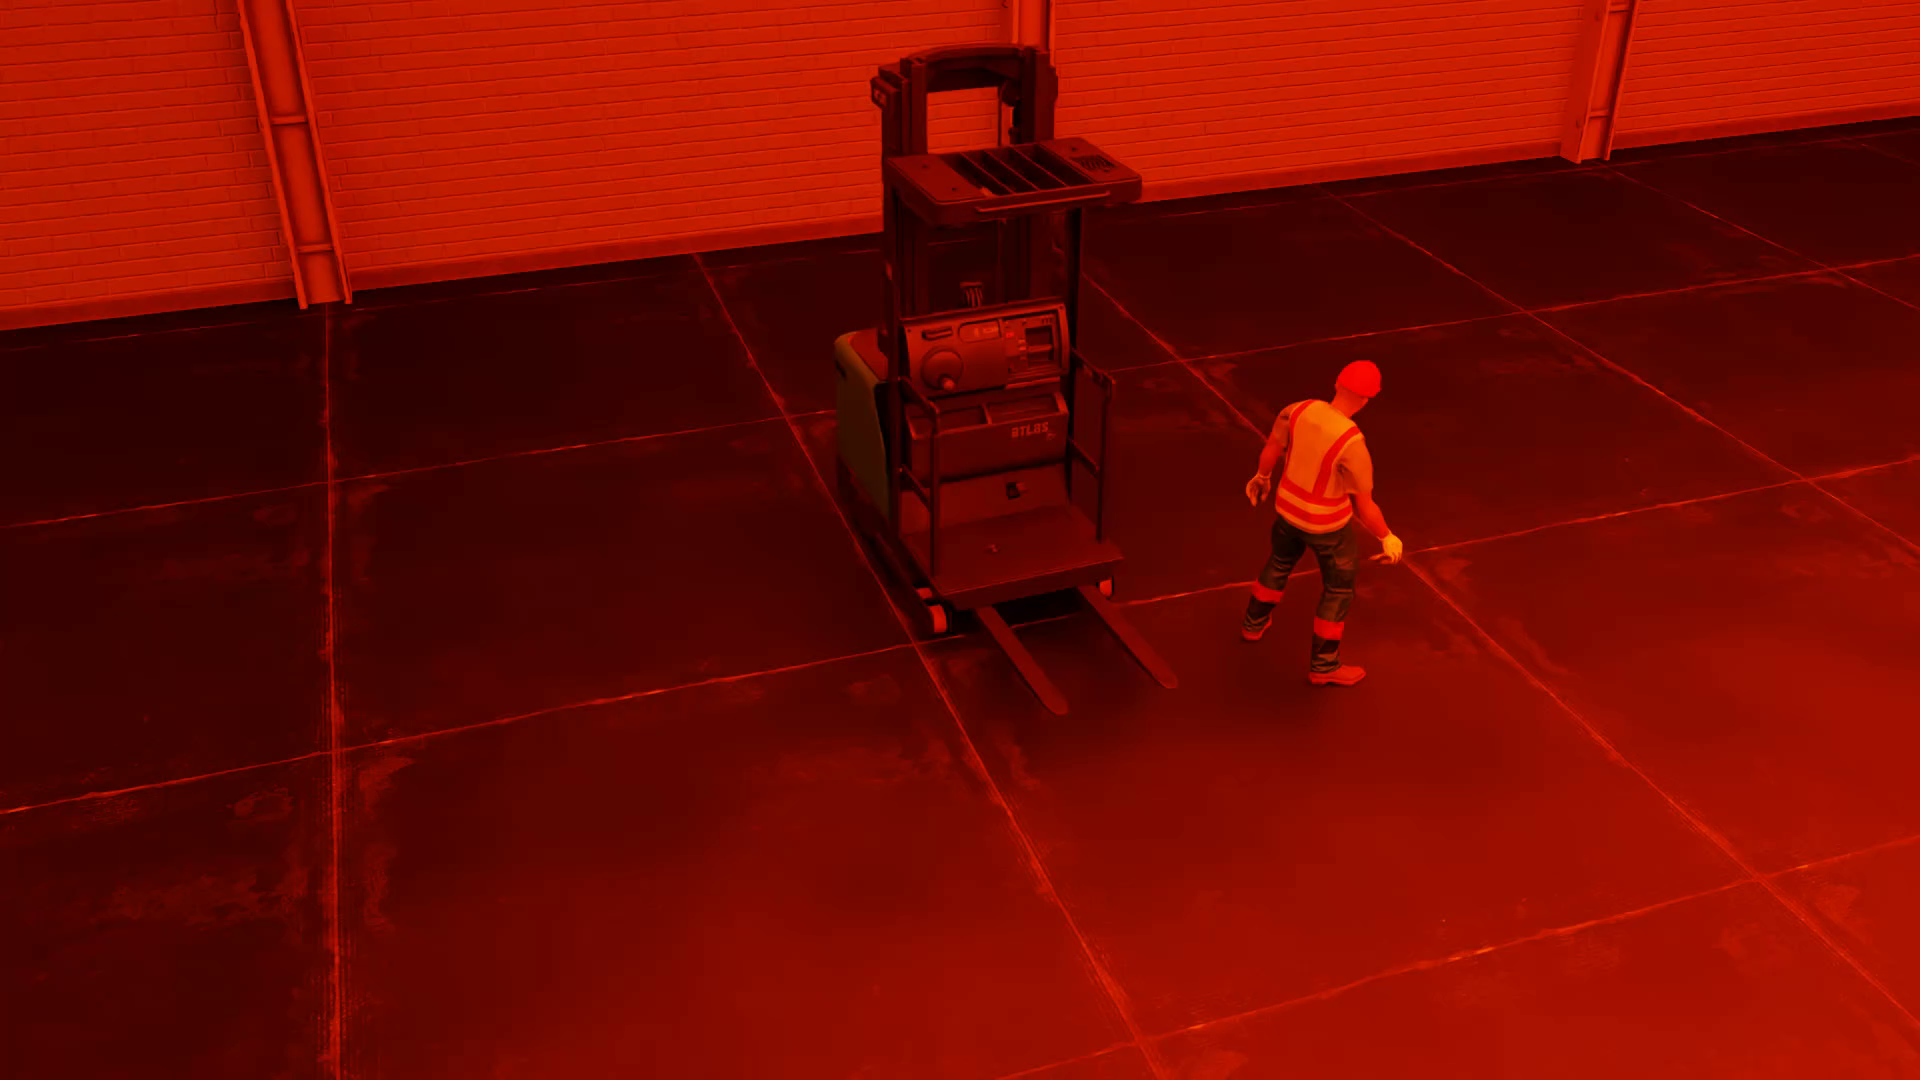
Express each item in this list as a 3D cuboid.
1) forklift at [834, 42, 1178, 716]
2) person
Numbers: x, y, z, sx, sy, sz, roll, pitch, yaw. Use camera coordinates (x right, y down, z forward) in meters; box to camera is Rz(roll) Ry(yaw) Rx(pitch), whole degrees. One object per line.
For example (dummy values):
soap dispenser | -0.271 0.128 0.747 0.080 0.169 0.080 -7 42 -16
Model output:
forklift | 0.230 -0.988 8.803 1.130 2.935 3.031 -11 32 -18
person | 1.855 -0.129 8.503 0.412 1.743 0.892 -19 35 -30
